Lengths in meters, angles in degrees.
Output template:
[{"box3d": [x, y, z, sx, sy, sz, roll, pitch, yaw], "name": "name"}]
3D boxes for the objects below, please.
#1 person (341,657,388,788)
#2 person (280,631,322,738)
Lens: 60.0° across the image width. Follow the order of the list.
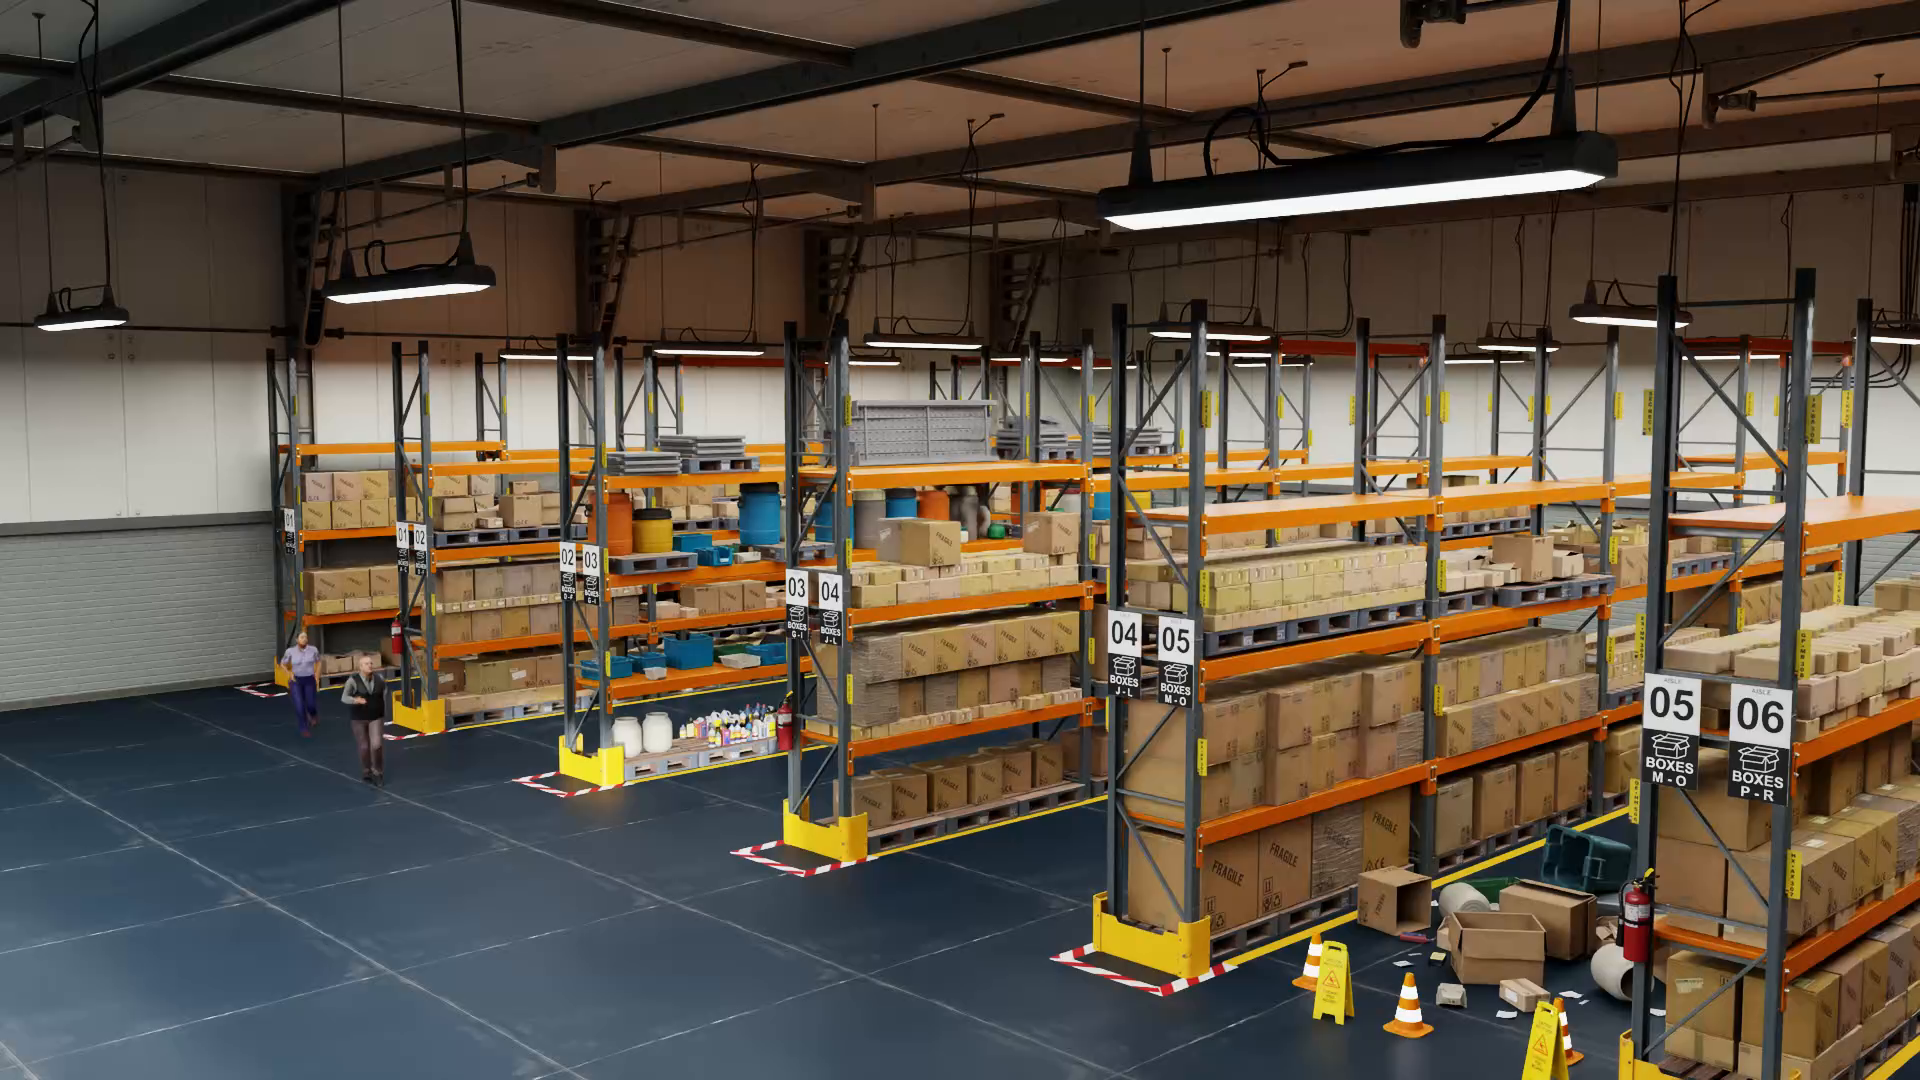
[{"box3d": [-7.858, 2.427, 22.007, 0.608, 1.761, 0.749, -2, 5, -24], "name": "person"}, {"box3d": [-10.018, 2.191, 25.313, 0.598, 1.613, 0.568, -2, 6, -27], "name": "person"}]
